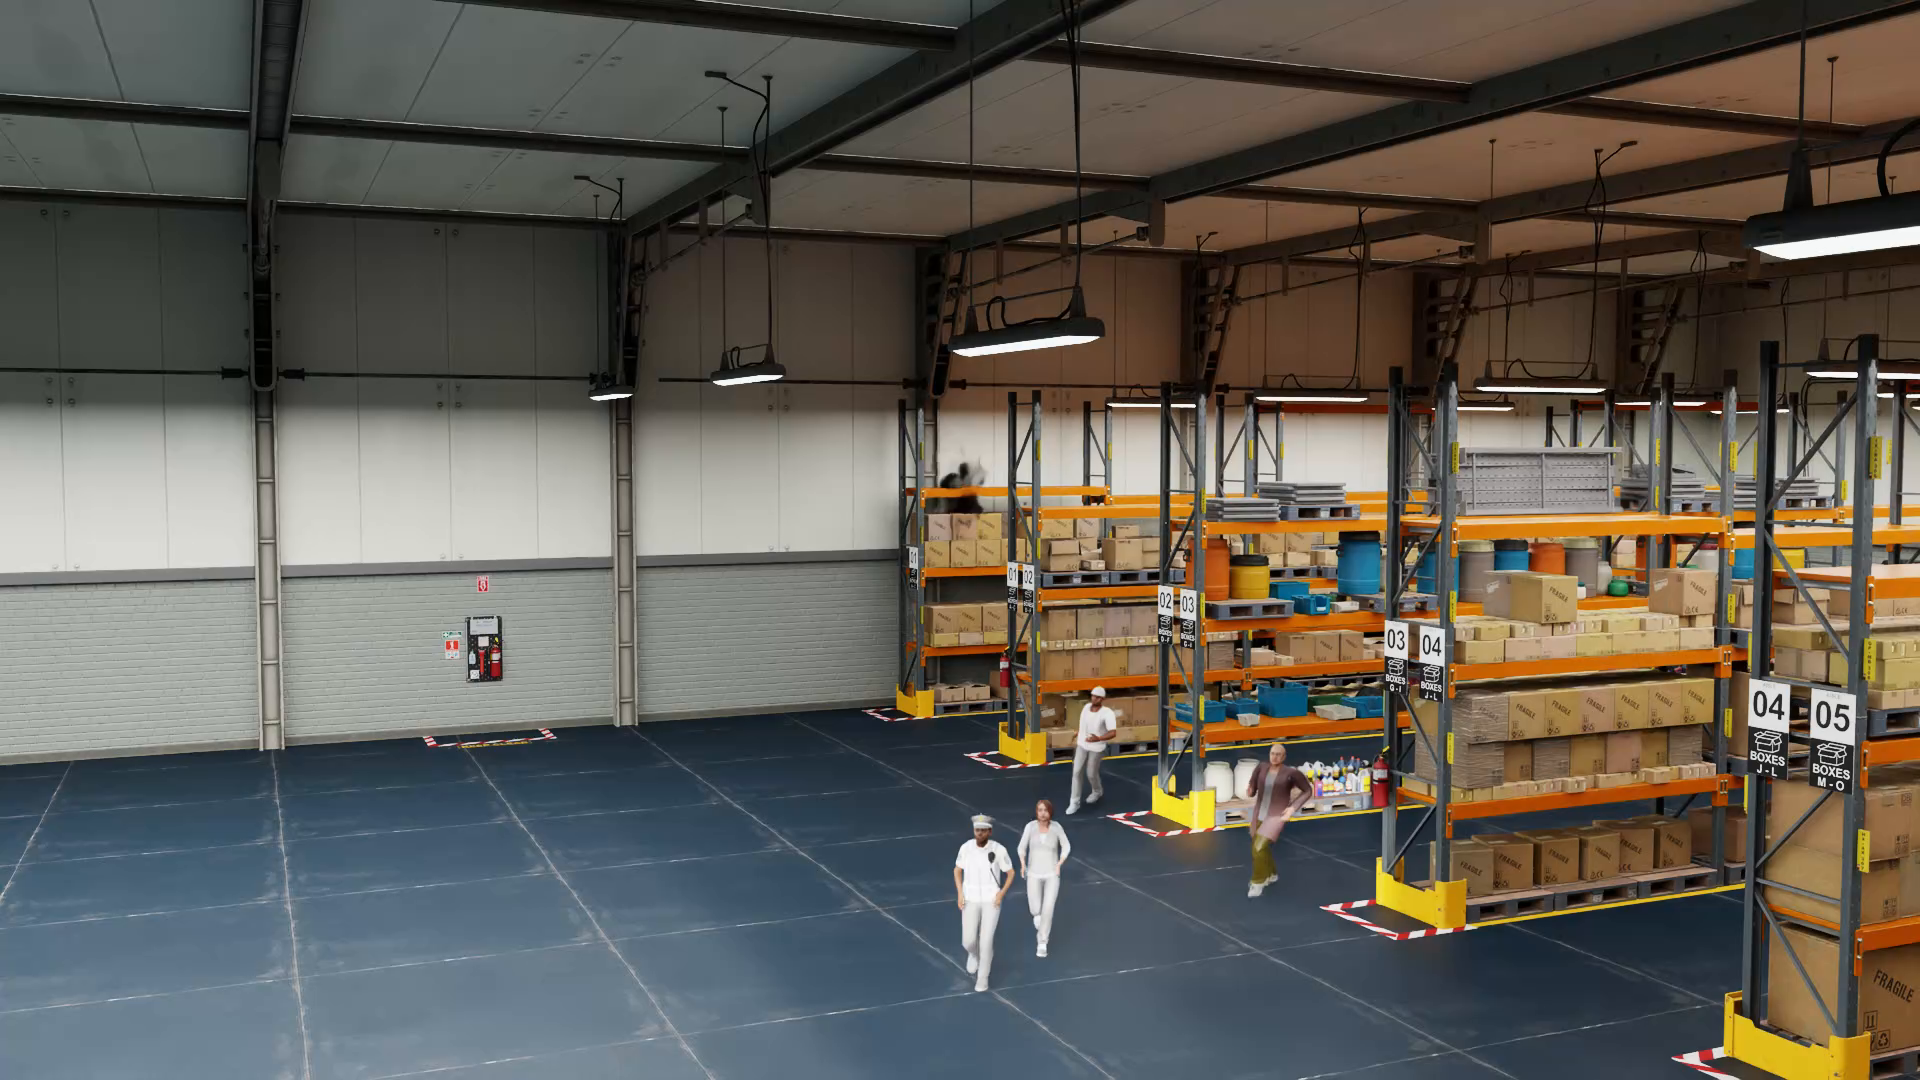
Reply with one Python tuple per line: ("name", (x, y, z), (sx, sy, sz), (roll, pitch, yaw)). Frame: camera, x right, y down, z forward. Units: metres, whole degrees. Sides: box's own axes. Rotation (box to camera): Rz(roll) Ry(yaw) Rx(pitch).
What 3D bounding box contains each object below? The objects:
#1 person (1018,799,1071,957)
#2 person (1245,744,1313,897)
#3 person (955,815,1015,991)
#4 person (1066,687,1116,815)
("person", (0.856, 3.412, 16.930), (0.541, 1.543, 0.591), (0, 3, 6))
("person", (3.558, 3.198, 18.907), (0.764, 1.791, 0.712), (-3, 4, -40))
("person", (0.231, 3.416, 15.804), (0.593, 1.664, 0.555), (0, 3, 8))
("person", (1.881, 2.921, 23.304), (0.716, 1.763, 0.855), (2, 4, 32))
